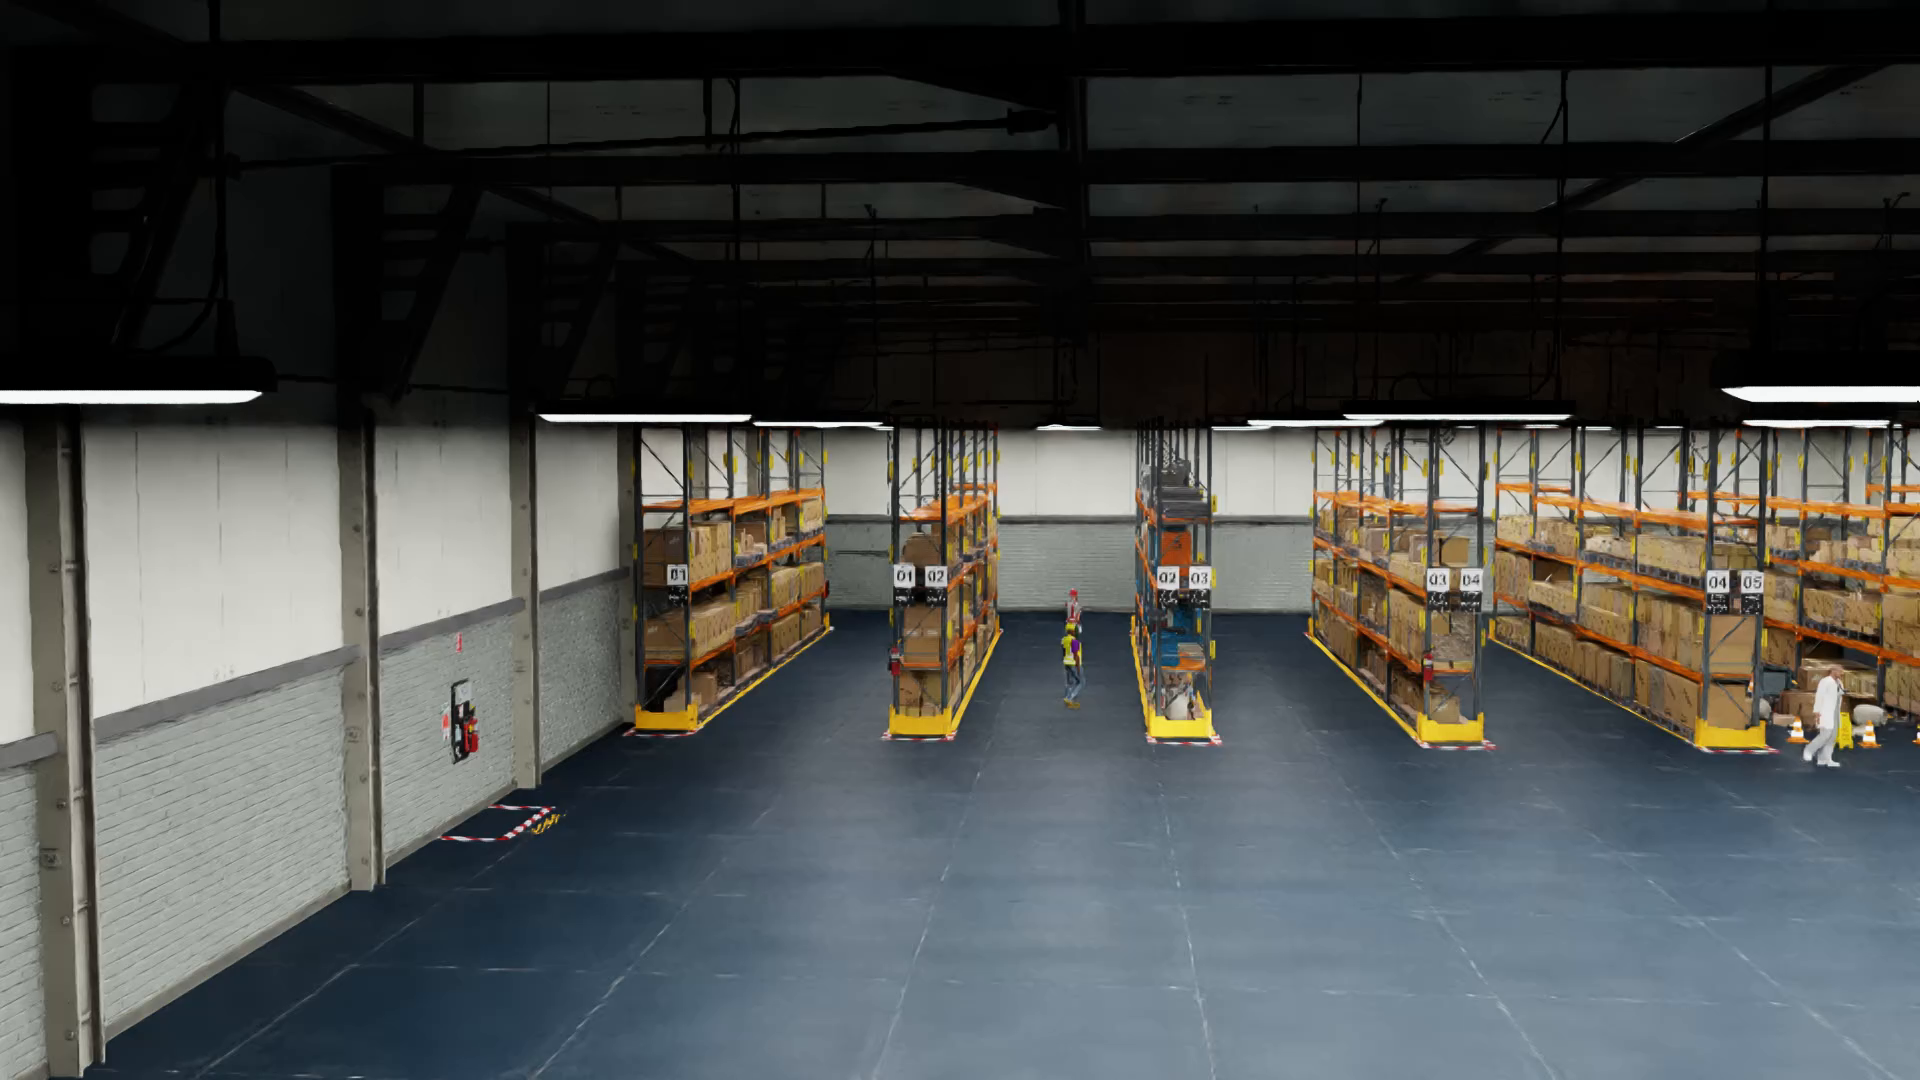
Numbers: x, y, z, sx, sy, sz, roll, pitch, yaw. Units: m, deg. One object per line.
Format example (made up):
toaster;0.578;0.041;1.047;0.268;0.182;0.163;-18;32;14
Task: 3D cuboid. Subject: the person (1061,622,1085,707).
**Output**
person;2.319;2.588;34.483;0.447;1.762;0.602;-2;4;-26

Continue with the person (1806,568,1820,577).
person;25.321;1.620;49.411;0.675;1.770;0.618;-2;4;-29

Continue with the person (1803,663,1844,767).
person;14.801;2.980;28.485;0.627;1.772;0.593;-2;4;-30

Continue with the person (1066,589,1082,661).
person;2.874;2.107;41.432;0.454;1.788;0.601;-2;4;-23
